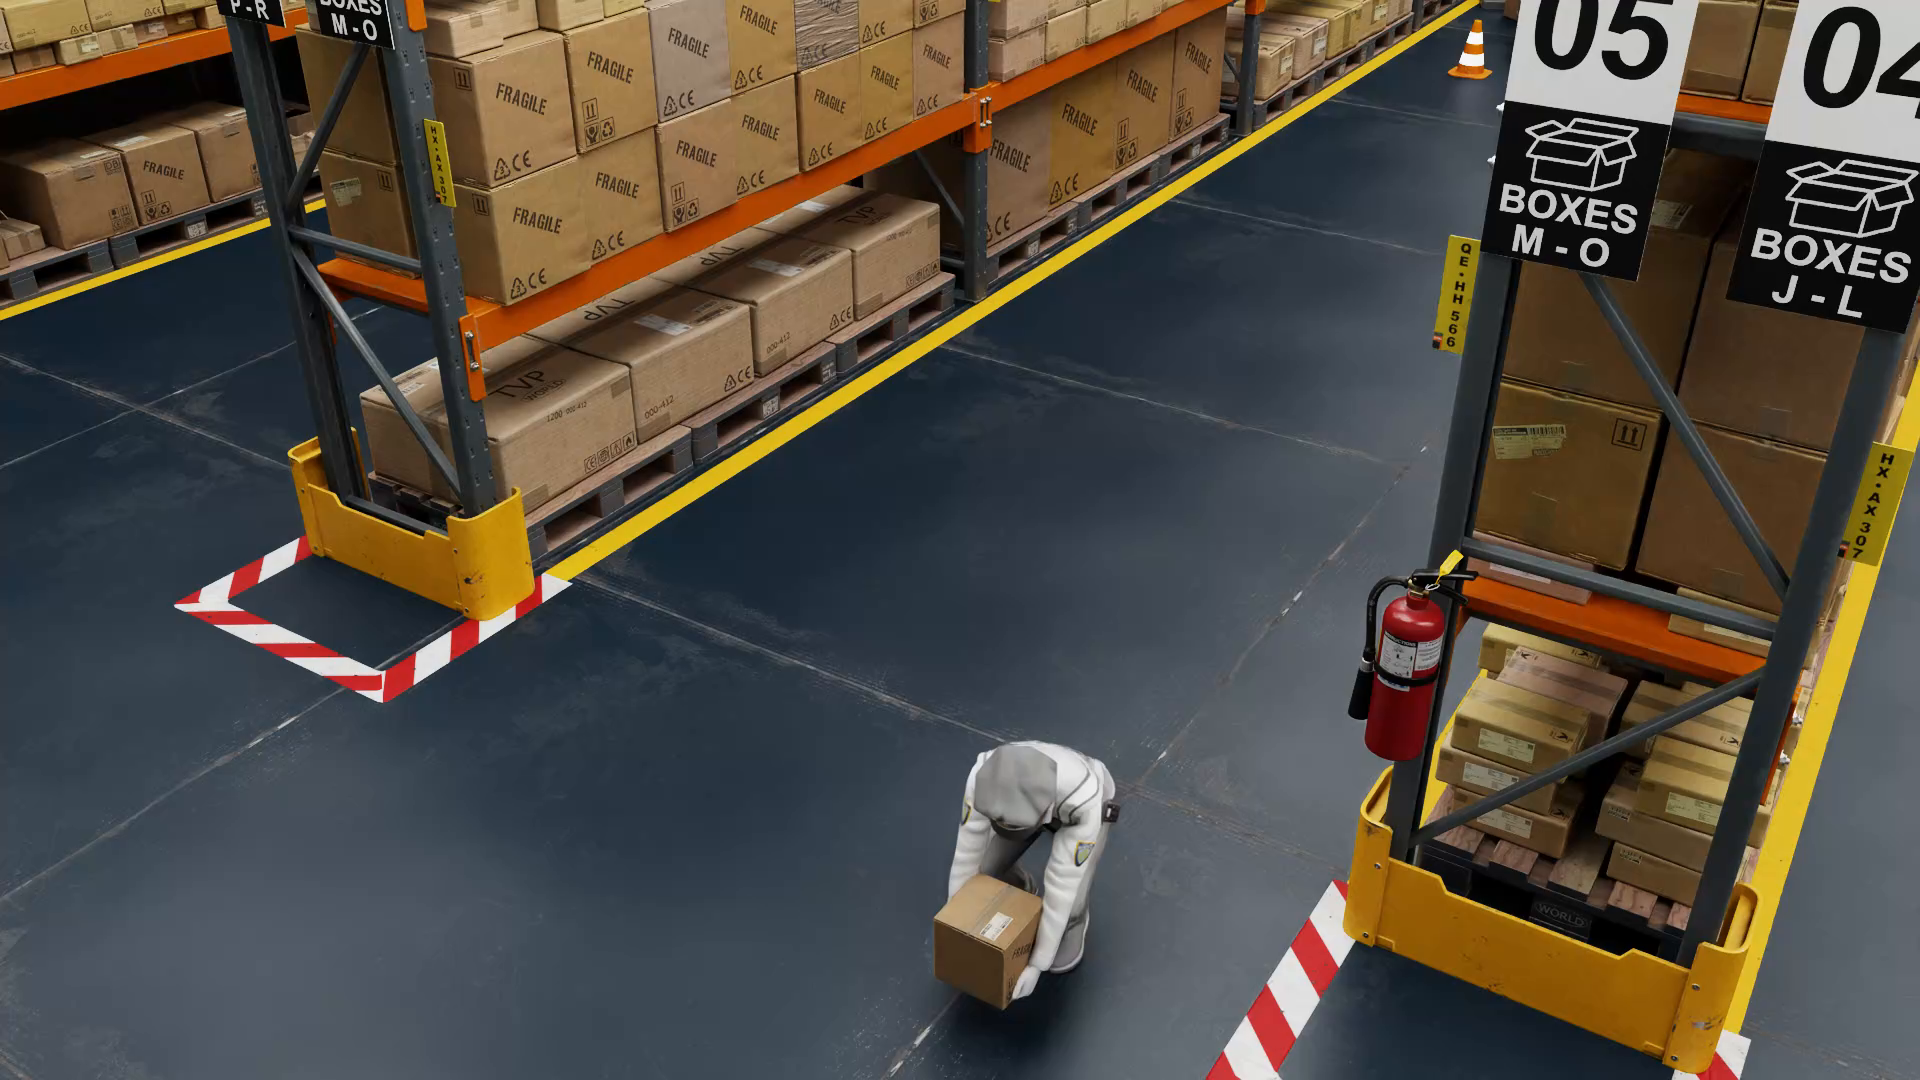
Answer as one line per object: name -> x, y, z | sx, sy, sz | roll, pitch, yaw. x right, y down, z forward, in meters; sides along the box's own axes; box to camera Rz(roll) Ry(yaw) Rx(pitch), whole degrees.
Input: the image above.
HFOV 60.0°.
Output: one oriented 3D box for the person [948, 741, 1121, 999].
person -> 0.233, 0.939, 5.223 | 0.471, 0.990, 0.828 | 13, 33, 21
